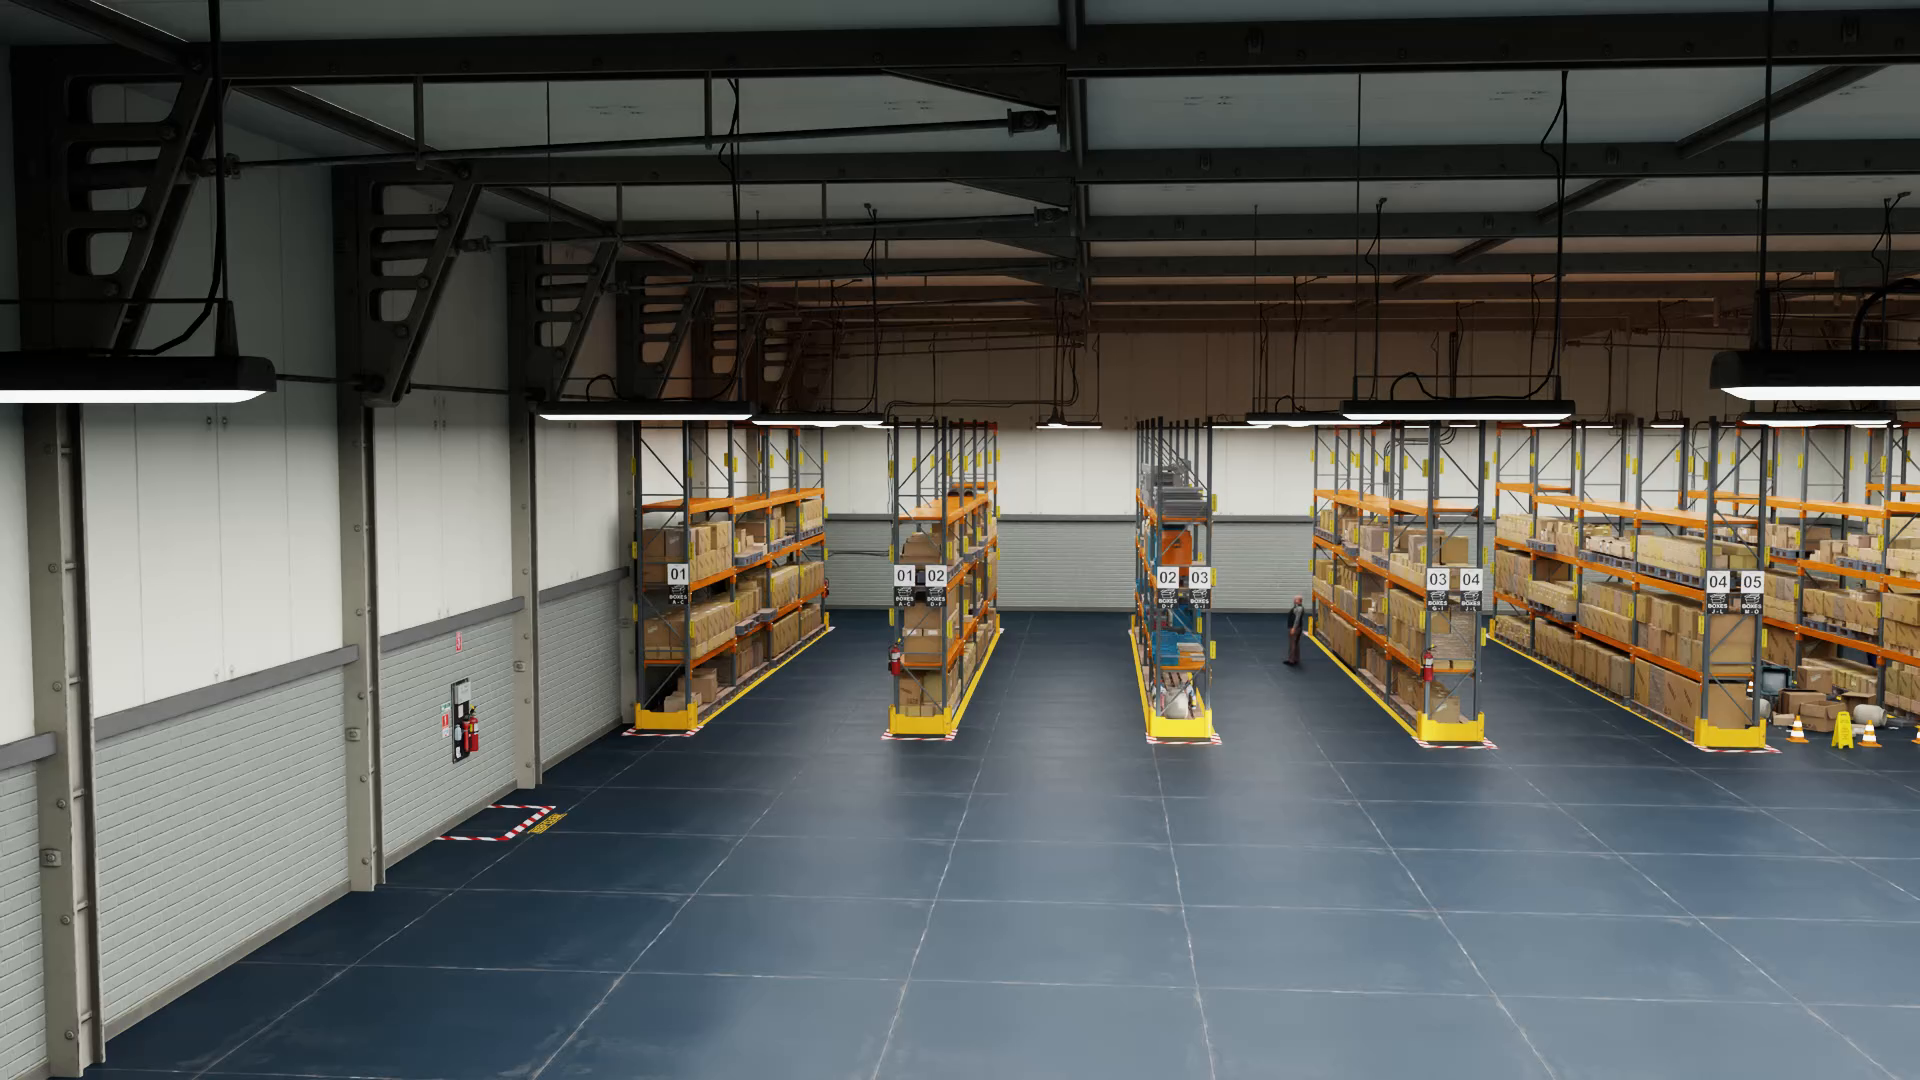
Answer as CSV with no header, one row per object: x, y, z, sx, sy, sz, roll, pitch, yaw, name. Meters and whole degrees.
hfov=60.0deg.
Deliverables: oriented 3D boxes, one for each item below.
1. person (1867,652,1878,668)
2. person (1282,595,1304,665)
21.445,2.418,38.933,0.531,1.708,0.479,-3,5,-41,person
8.194,2.203,40.848,0.501,1.714,0.598,1,4,19,person
